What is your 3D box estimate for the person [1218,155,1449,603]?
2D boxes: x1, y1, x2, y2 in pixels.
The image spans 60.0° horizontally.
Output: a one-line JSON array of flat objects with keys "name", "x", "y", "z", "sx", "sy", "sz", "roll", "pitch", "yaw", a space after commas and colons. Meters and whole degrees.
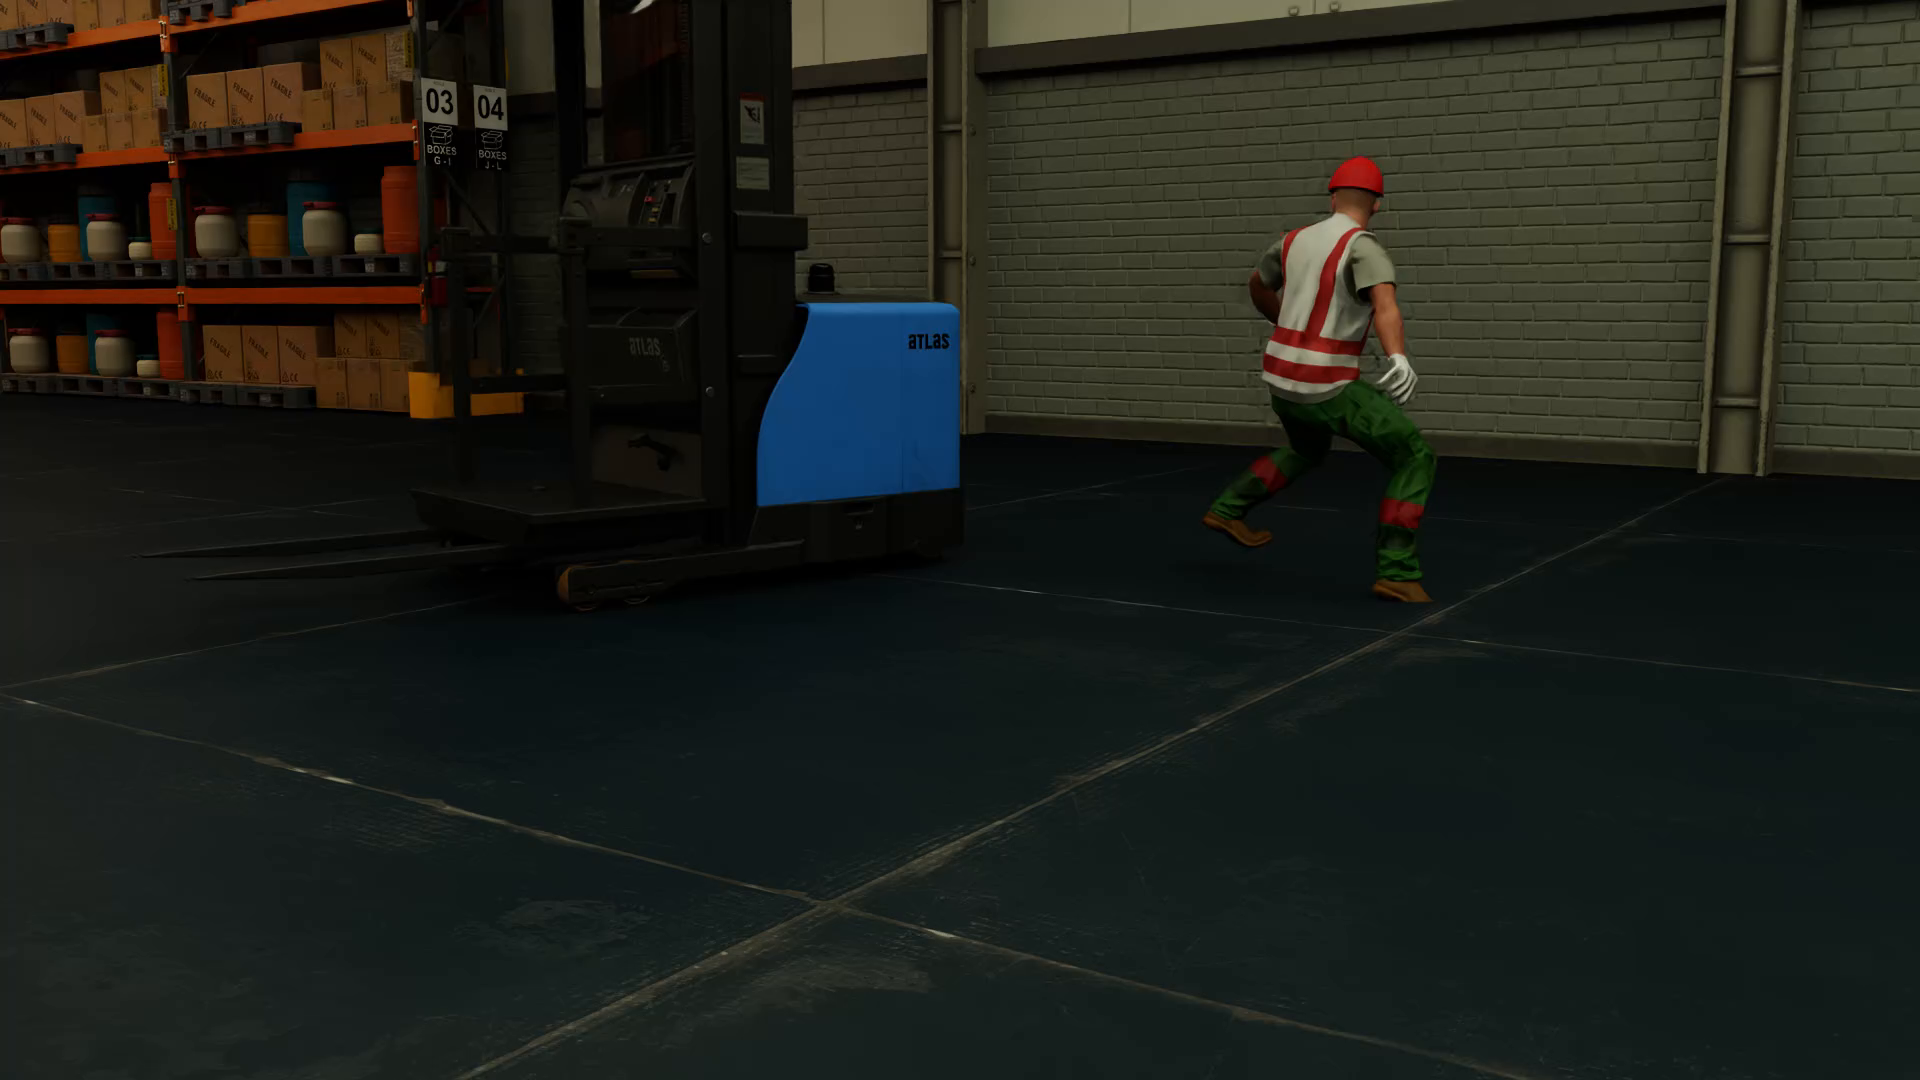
[{"name": "person", "x": 1.465, "y": -0.589, "z": 6.196, "sx": 0.511, "sy": 1.663, "sz": 1.189, "roll": -3, "pitch": 9, "yaw": -20}]

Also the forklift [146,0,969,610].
[{"name": "forklift", "x": -1.417, "y": -1.286, "z": 6.235, "sx": 3.031, "sy": 2.935, "sz": 1.130, "roll": -7, "pitch": 11, "yaw": -40}]
